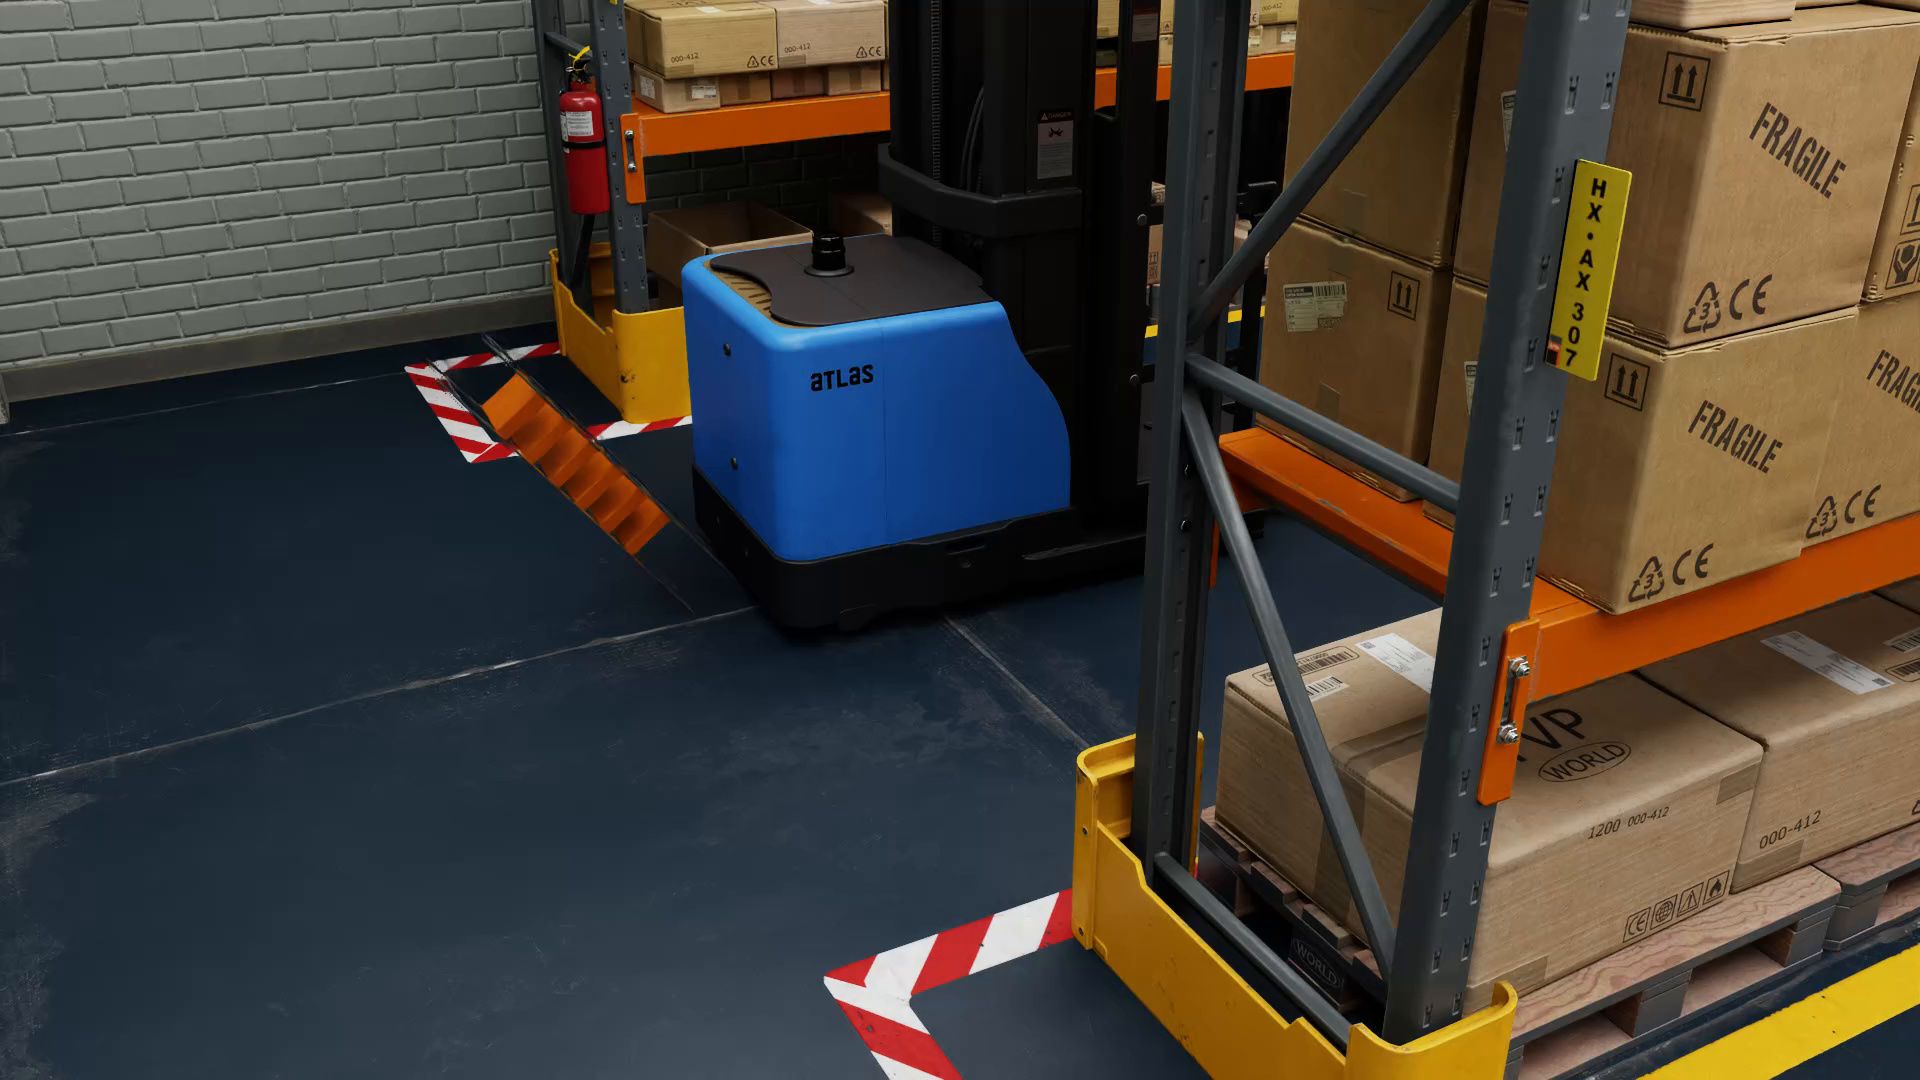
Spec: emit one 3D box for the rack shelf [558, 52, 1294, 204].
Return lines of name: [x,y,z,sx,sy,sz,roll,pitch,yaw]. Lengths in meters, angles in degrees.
rack shelf: [0.131,-2.176,8.148,4.000,0.370,1.077,-13,29,-25]

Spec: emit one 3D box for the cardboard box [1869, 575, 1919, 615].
cardboard box: [2.841,0.222,4.797,0.875,0.438,0.875,-14,29,-27]

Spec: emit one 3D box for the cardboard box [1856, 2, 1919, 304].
cardboard box: [1.715,-0.791,3.161,0.500,0.500,0.500,-14,29,-26]

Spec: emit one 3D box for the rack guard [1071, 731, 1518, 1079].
rack guard: [0.684,0.933,3.728,0.348,0.500,1.175,-13,29,-25]

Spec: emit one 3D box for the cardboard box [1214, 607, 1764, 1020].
cardboard box: [1.241,0.595,4.021,0.875,0.438,0.875,-14,29,-27]

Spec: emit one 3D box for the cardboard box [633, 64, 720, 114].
cardboard box: [-1.215,-1.942,7.120,0.250,0.149,0.380,-13,29,-25]

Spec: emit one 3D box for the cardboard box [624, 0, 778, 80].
cardboard box: [-1.107,-2.149,7.090,0.500,0.250,0.500,-13,28,-25]

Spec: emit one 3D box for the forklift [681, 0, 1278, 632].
forklift: [0.563,-1.441,5.864,3.031,2.935,1.130,-12,28,-23]

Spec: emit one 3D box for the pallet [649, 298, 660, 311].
pallet: [-0.864,-1.014,8.119,1.213,0.211,1.003,-13,29,-25]

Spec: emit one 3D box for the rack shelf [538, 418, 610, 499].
rack shelf: [-1.275,-0.272,5.436,0.180,0.103,0.258,-44,35,-3]

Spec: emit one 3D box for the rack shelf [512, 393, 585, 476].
rack shelf: [-1.341,-0.345,5.367,0.180,0.103,0.258,-44,35,-3]

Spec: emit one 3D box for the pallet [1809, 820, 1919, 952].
pallet: [2.449,0.619,4.716,1.213,0.211,1.003,-13,29,-25]

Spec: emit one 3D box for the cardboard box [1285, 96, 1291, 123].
cardboard box: [2.085,-2.448,9.536,0.250,0.149,0.380,-14,29,-27]

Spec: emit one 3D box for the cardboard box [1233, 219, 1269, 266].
cardboard box: [1.542,-1.586,8.897,0.250,0.149,0.380,-14,29,-27]

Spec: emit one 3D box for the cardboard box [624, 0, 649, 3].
cardboard box: [-1.353,-2.355,7.518,0.500,0.250,0.500,-12,28,-24]

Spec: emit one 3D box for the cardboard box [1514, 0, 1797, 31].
cardboard box: [1.149,-0.953,2.749,0.250,0.149,0.380,-12,28,-24]

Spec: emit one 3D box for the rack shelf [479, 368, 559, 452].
rack shelf: [-1.407,-0.417,5.297,0.180,0.103,0.258,-44,35,-3]

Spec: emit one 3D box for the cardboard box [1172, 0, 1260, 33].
cardboard box: [1.126,-2.670,8.175,0.500,0.250,0.500,-13,29,-25]

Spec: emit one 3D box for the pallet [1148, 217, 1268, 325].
pallet: [1.289,-1.511,9.154,1.213,0.211,1.003,-13,29,-25]

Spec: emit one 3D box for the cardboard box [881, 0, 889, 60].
cardboard box: [-0.216,-2.356,7.522,0.500,0.250,0.500,-14,29,-26]

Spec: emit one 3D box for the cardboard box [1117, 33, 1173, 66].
cardboard box: [0.839,-2.404,8.082,0.250,0.149,0.380,-13,29,-26]

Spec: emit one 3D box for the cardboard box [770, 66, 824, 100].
cardboard box: [-0.796,-2.078,7.404,0.250,0.149,0.380,-13,29,-26]

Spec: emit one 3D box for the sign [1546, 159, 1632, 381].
sign: [0.961,-0.411,2.549,0.005,0.325,0.100,-13,29,-25]

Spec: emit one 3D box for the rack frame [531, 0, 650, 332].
rack frame: [-1.634,-2.093,7.144,0.127,3.000,1.000,-13,29,-25]

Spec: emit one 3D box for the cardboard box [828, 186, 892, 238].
cardboard box: [-0.277,-1.403,8.110,0.500,0.500,0.700,-12,28,-23]

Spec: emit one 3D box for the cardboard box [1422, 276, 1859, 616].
cardboard box: [1.264,-0.232,3.151,0.500,0.500,0.500,-13,29,-25]

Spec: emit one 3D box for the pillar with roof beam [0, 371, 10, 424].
pillar with roof beam: [-2.411,-2.949,1.995,0.400,9.000,9.100,-13,29,-25]

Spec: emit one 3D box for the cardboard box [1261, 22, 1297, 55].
cardboard box: [1.514,-2.572,8.431,0.250,0.149,0.380,-12,28,-24]

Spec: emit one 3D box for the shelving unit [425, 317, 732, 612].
shelving unit: [-1.234,-0.226,5.480,0.189,1.200,0.258,-44,35,-3]

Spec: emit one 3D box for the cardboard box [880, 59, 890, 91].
cardboard box: [-0.313,-2.163,7.579,0.250,0.149,0.380,-13,28,-24]

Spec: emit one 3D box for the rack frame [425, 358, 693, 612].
rack frame: [-1.300,-0.163,5.476,0.006,1.200,0.240,-44,35,-3]

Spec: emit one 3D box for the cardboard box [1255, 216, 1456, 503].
cardboard box: [1.006,-0.443,3.591,0.500,0.500,0.500,-13,28,-25]
